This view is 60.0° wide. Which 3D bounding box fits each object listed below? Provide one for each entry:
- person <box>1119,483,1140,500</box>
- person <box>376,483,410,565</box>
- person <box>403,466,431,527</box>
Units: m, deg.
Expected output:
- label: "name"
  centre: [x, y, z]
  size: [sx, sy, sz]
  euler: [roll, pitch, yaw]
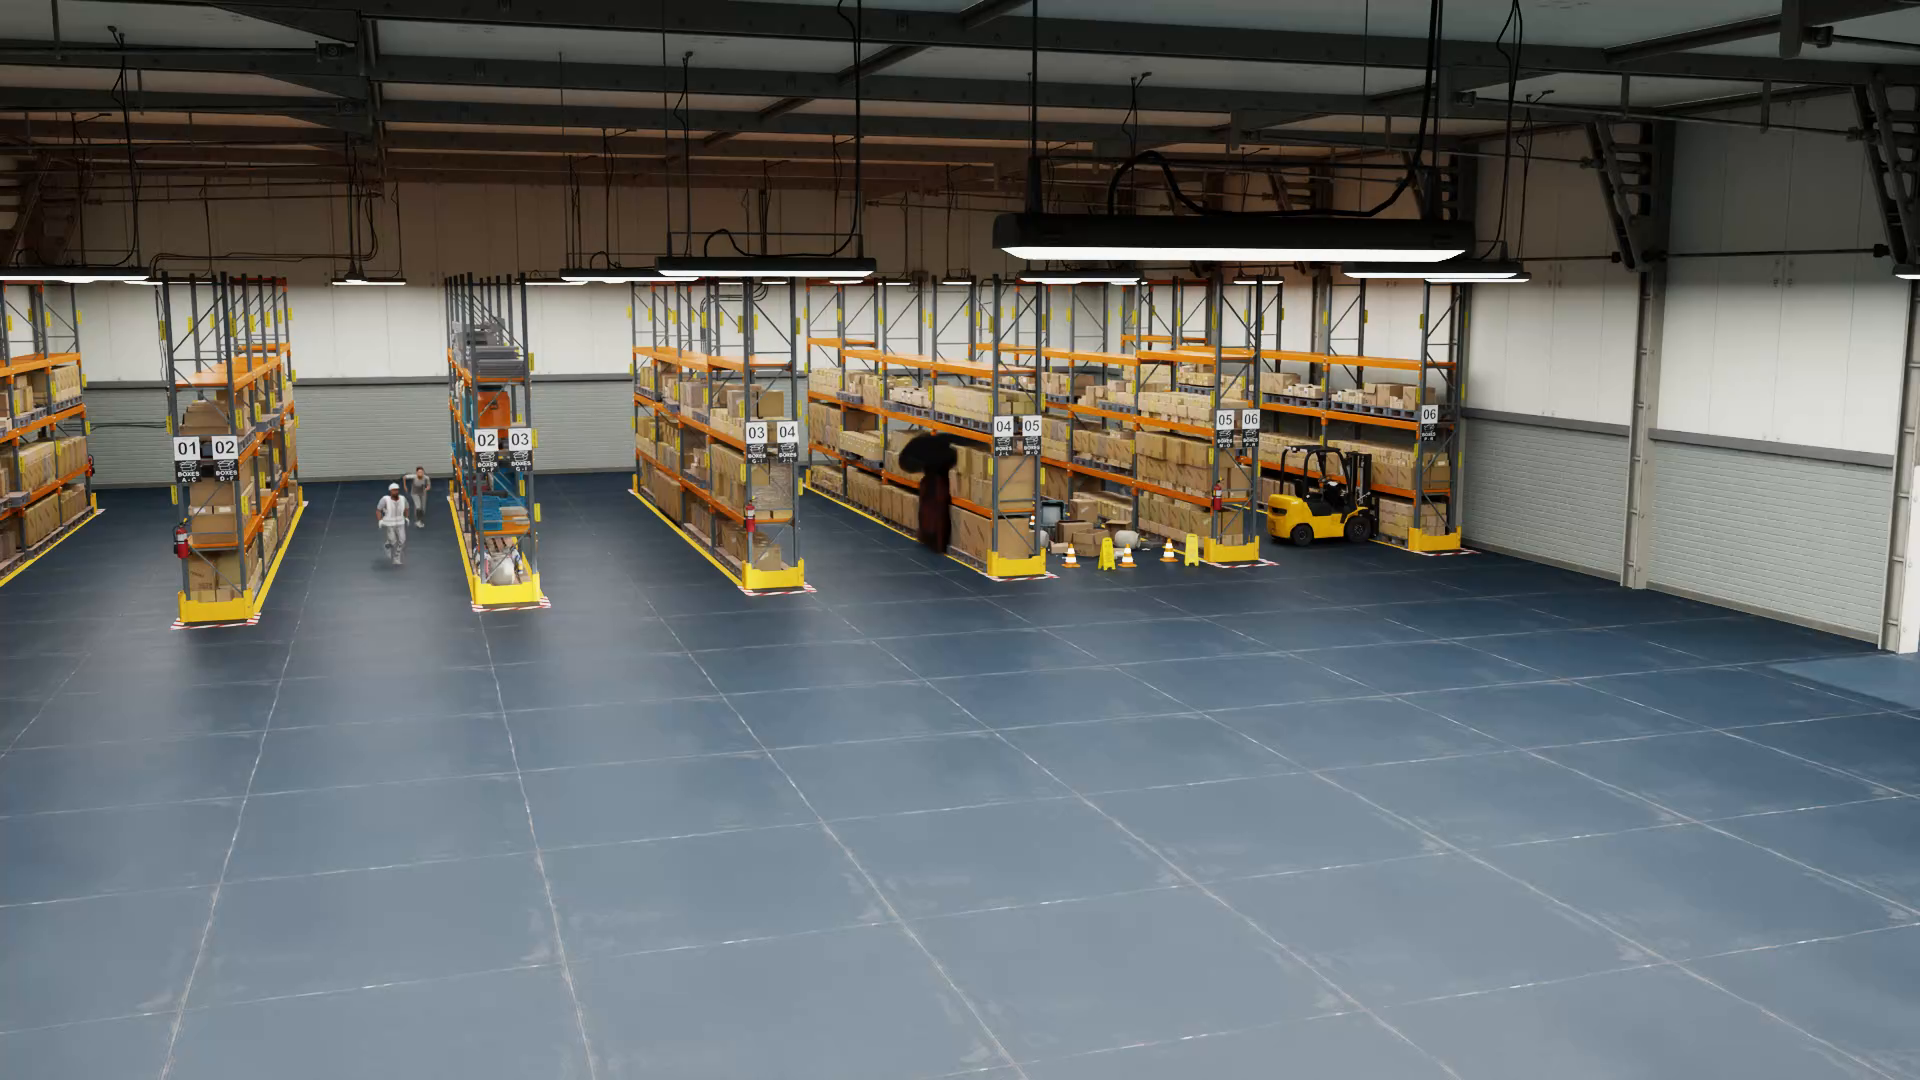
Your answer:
- label: "person"
  centre: [4.463, -1.659, 43.735]
  size: [0.600, 1.629, 0.830]
  euler: [-5, 10, -32]
- label: "person"
  centre: [-11.771, -0.333, 34.591]
  size: [0.678, 1.721, 0.636]
  euler: [-6, 11, -35]
- label: "person"
  centre: [-13.001, -1.038, 39.845]
  size: [0.603, 1.506, 0.893]
  euler: [-4, 10, -26]
